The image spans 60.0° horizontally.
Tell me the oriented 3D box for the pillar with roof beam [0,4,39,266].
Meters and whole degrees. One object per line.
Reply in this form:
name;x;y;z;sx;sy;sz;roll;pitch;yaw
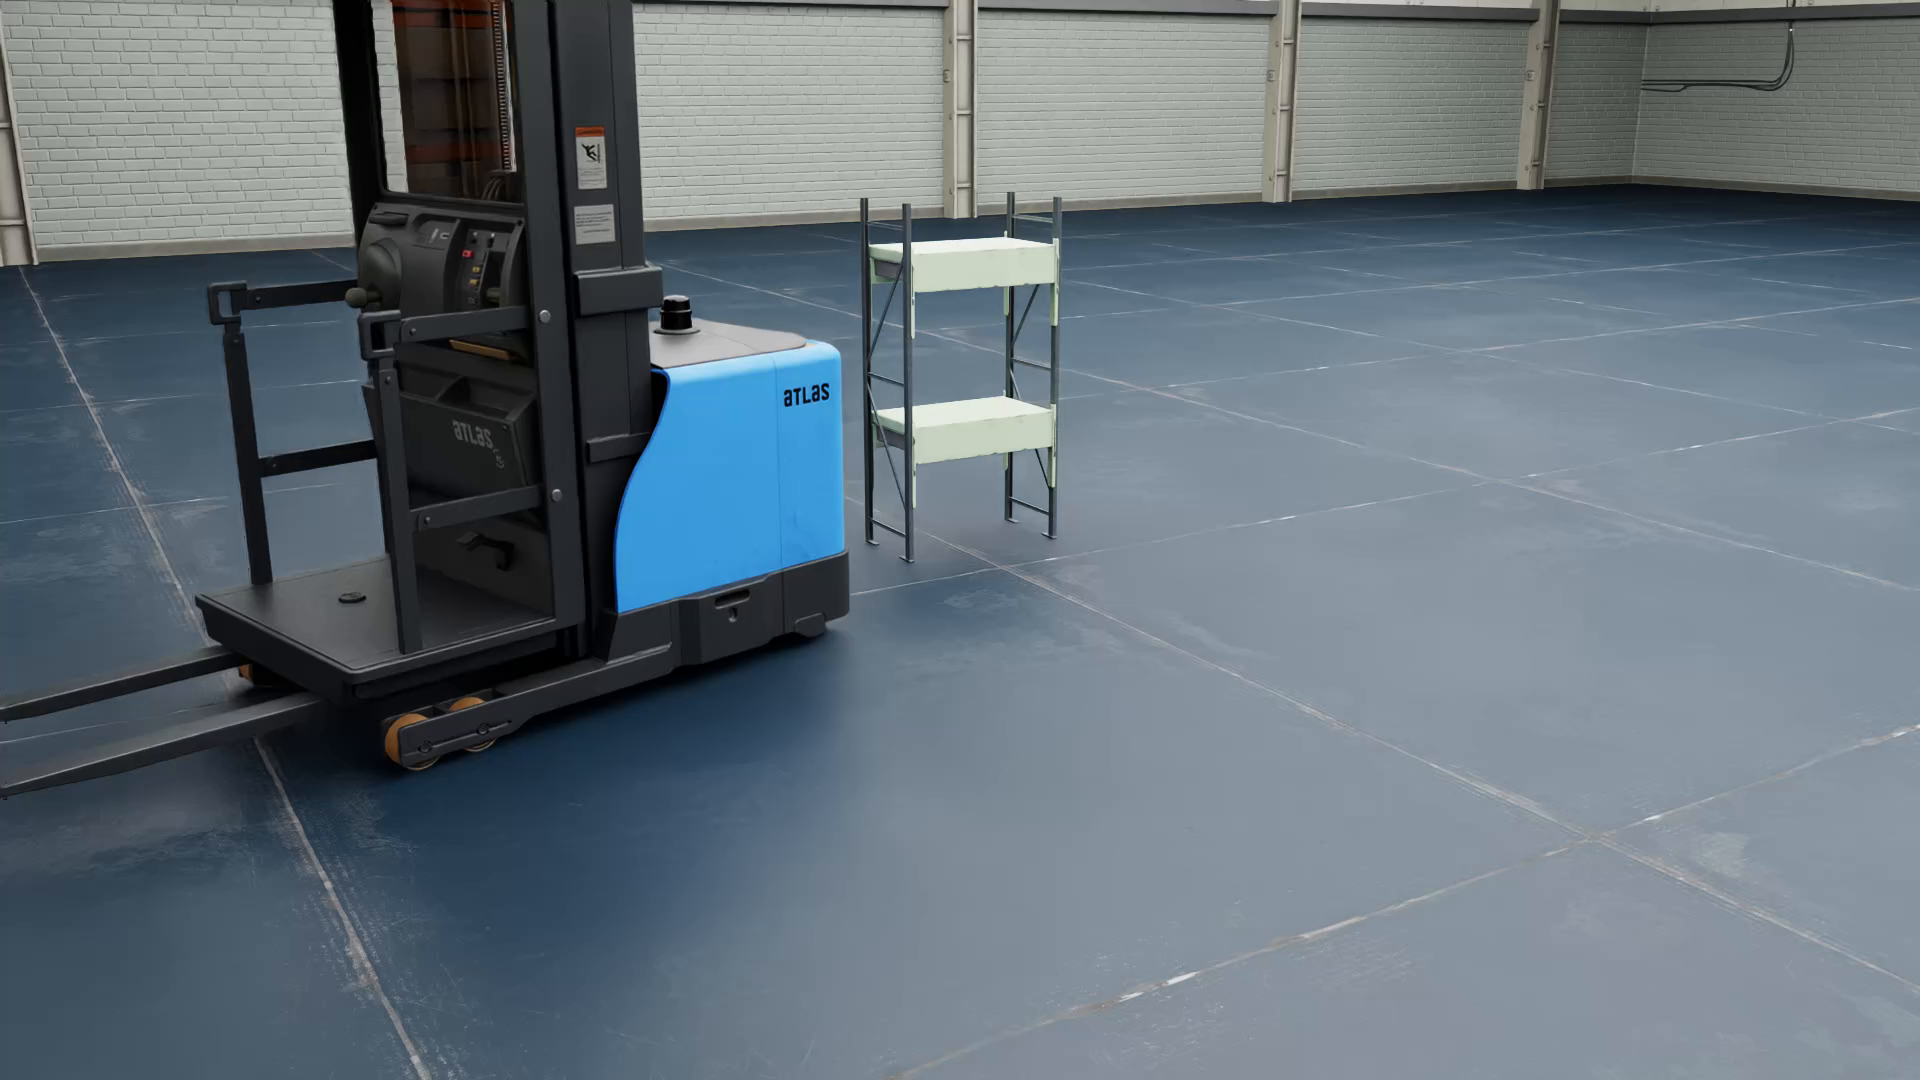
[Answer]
pillar with roof beam;-8.067;-6.347;13.379;0.400;9.000;9.100;-9;18;-30

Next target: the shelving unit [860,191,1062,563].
shelving unit;0.006;-0.723;7.211;0.755;1.500;0.431;-9;18;-30

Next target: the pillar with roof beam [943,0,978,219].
pillar with roof beam;2.219;-8.015;19.329;0.400;9.000;9.100;-9;18;-30

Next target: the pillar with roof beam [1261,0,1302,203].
pillar with roof beam;7.362;-8.849;22.305;0.400;9.000;9.100;-9;18;-30

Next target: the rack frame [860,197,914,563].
rack frame;-0.308;-0.672;7.029;0.023;1.500;0.400;-9;18;-30

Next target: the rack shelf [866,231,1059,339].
rack shelf;0.006;-1.099;7.105;0.720;0.370;0.431;-9;18;-30

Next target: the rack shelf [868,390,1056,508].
rack shelf;0.006;-0.409;7.299;0.720;0.370;0.431;-9;18;-30

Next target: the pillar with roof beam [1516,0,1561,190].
pillar with roof beam;12.505;-9.683;25.280;0.400;9.000;9.100;-9;18;-30

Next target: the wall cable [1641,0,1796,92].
wall cable;13.494;-9.287;29.622;0.112;2.526;3.097;-9;18;-30

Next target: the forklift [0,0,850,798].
forklift;-1.793;-0.879;5.117;1.130;2.935;3.031;14;21;42

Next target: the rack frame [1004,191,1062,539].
rack frame;0.319;-0.774;7.392;0.023;1.500;0.400;-9;18;-30
